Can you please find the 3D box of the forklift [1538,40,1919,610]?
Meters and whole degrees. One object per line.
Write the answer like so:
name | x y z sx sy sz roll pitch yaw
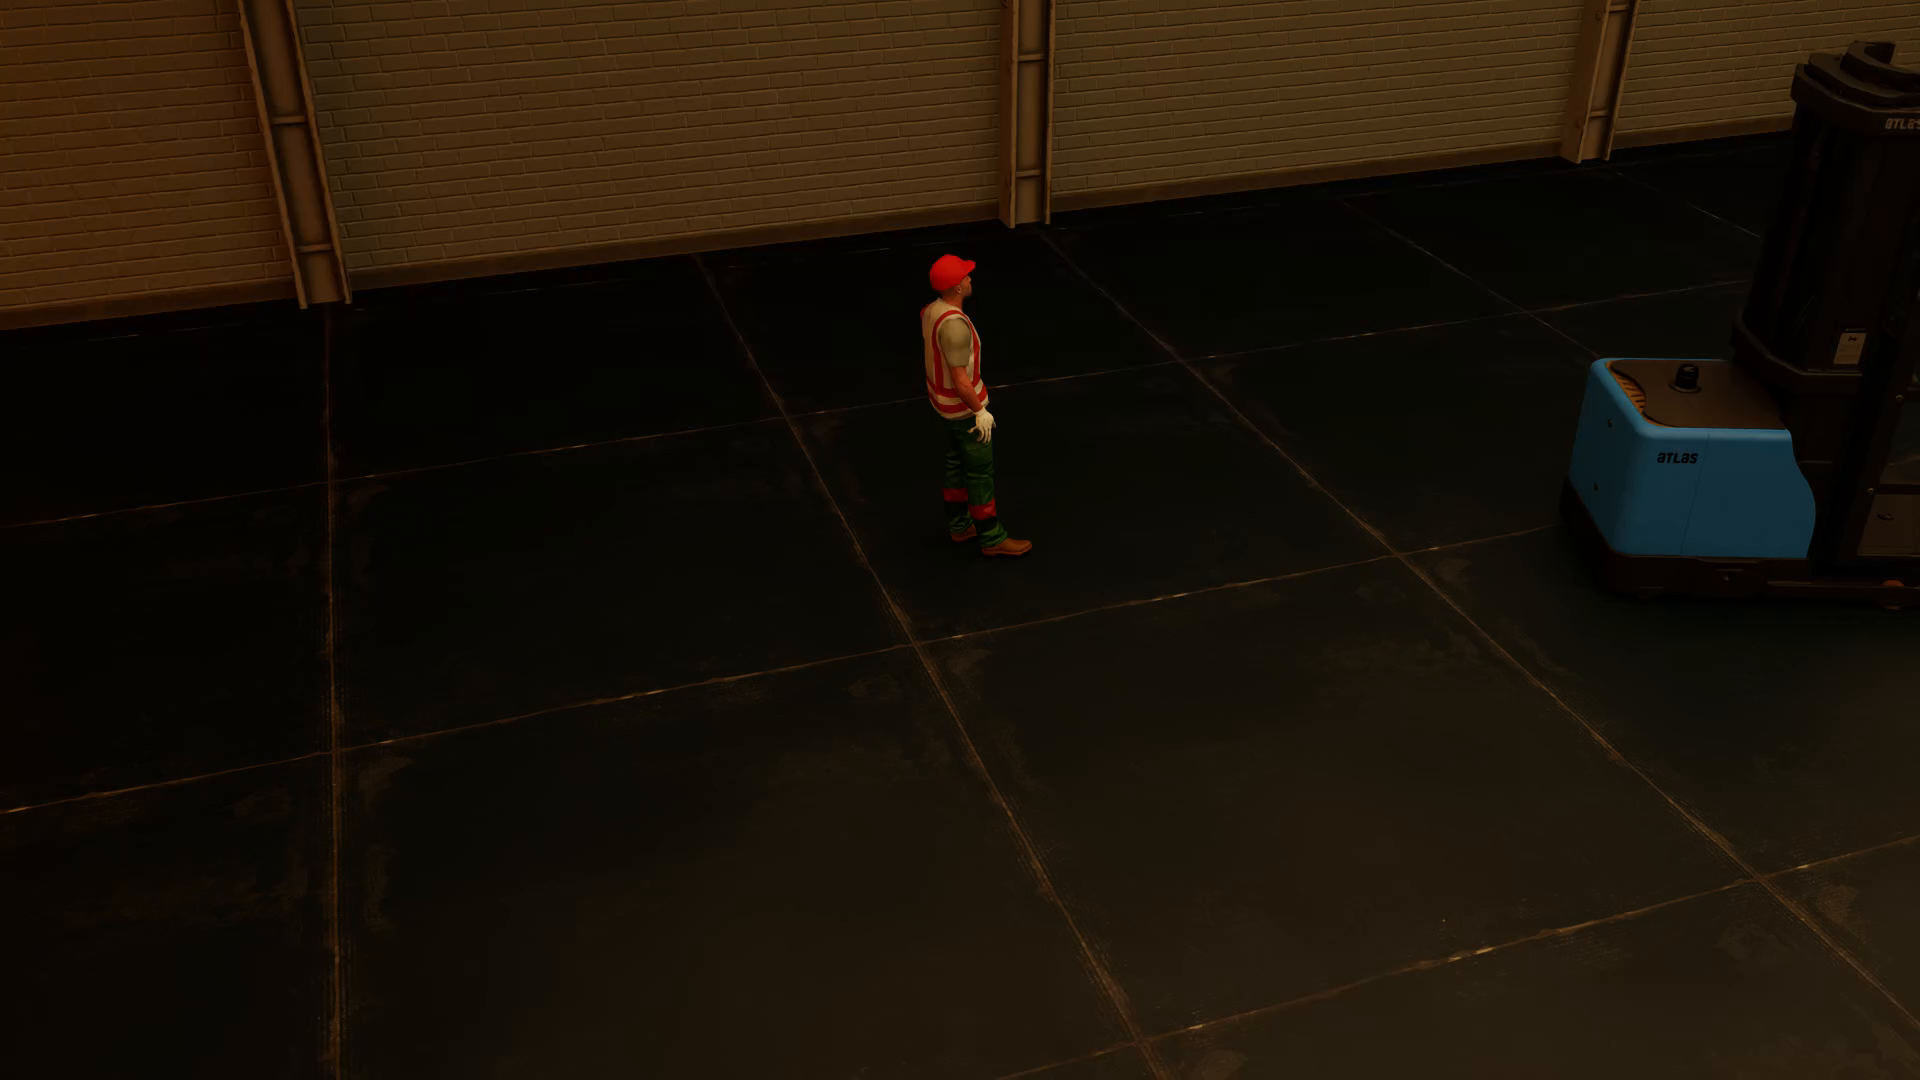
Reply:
forklift | 5.041 -1.148 9.082 3.031 2.935 1.130 1 30 2

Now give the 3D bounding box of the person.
person | 0.080 -0.789 9.587 0.564 1.787 0.637 -10 31 -16
